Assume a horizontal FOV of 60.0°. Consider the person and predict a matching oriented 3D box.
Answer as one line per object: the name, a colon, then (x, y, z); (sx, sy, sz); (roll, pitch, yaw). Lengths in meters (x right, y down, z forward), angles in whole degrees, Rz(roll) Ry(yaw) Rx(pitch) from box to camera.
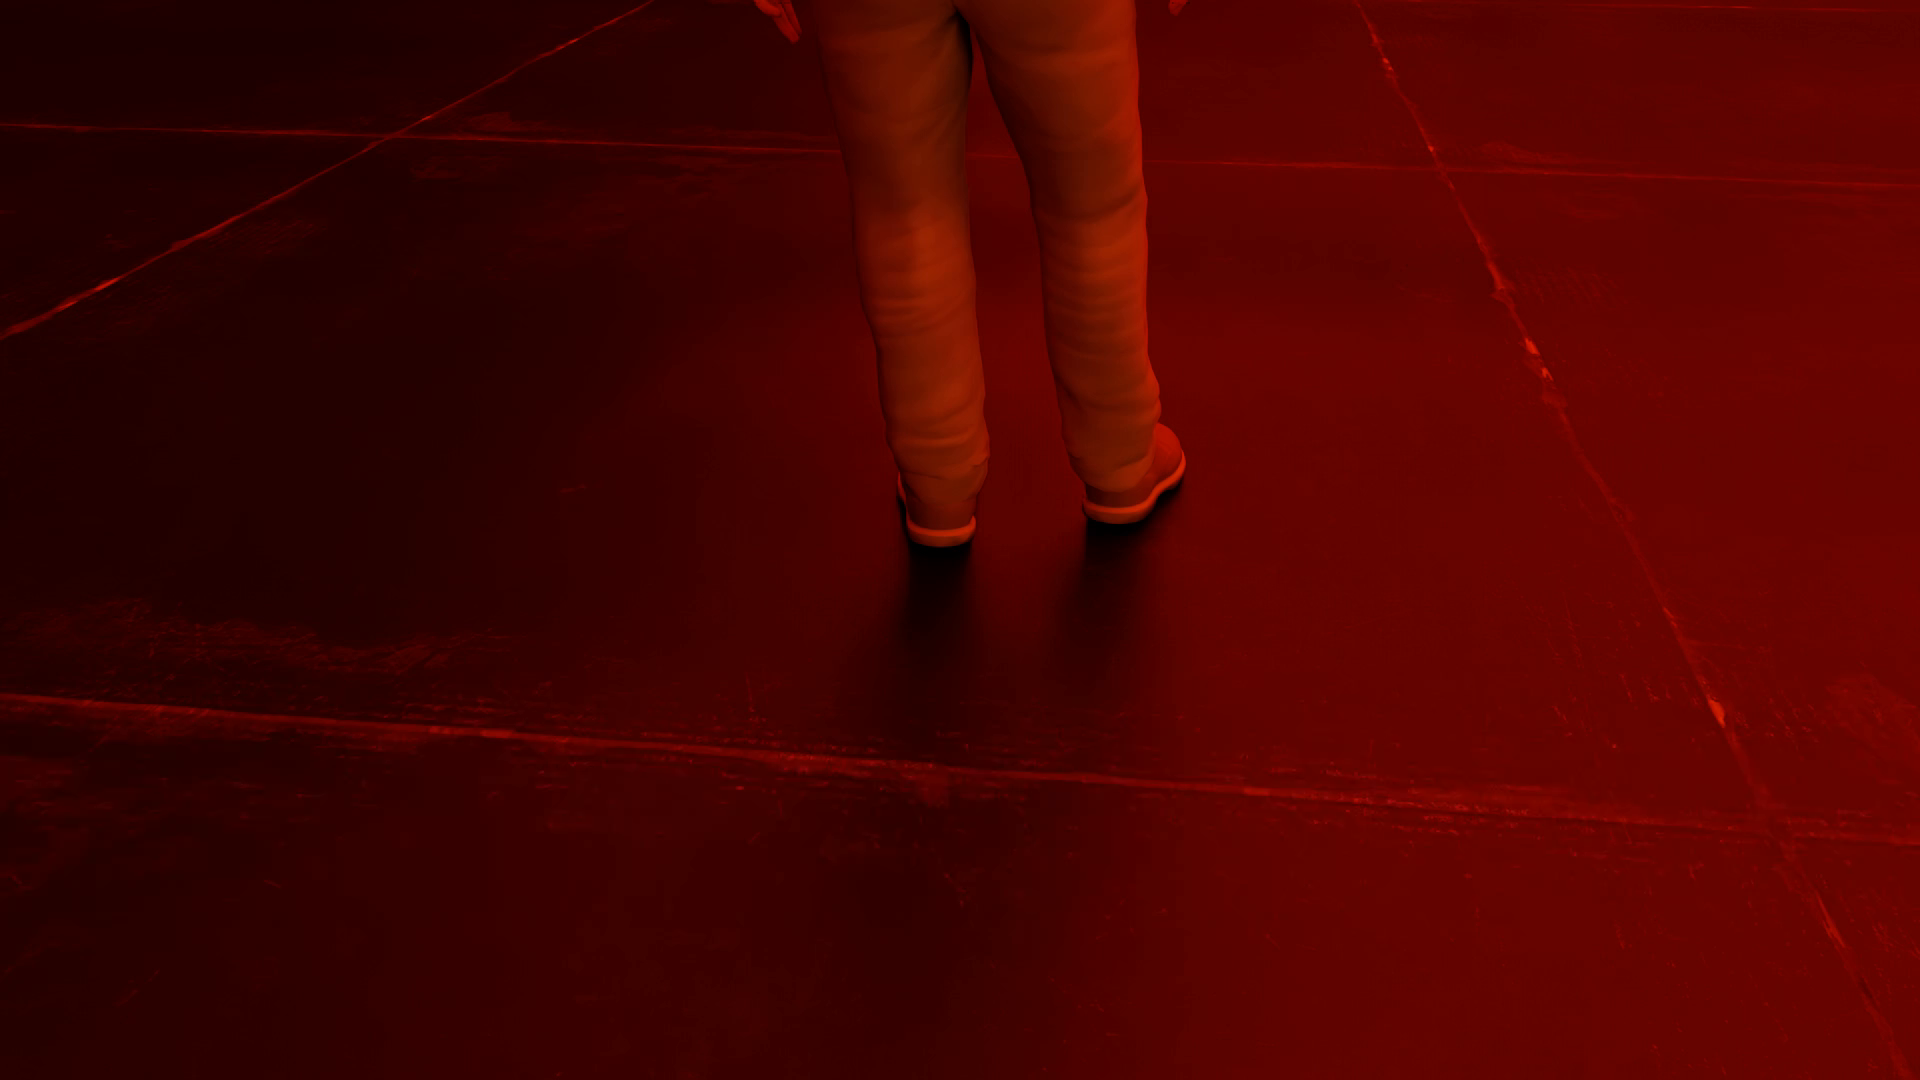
person: (0.023, -0.837, 2.166); (0.640, 1.781, 0.575); (3, 27, 7)
